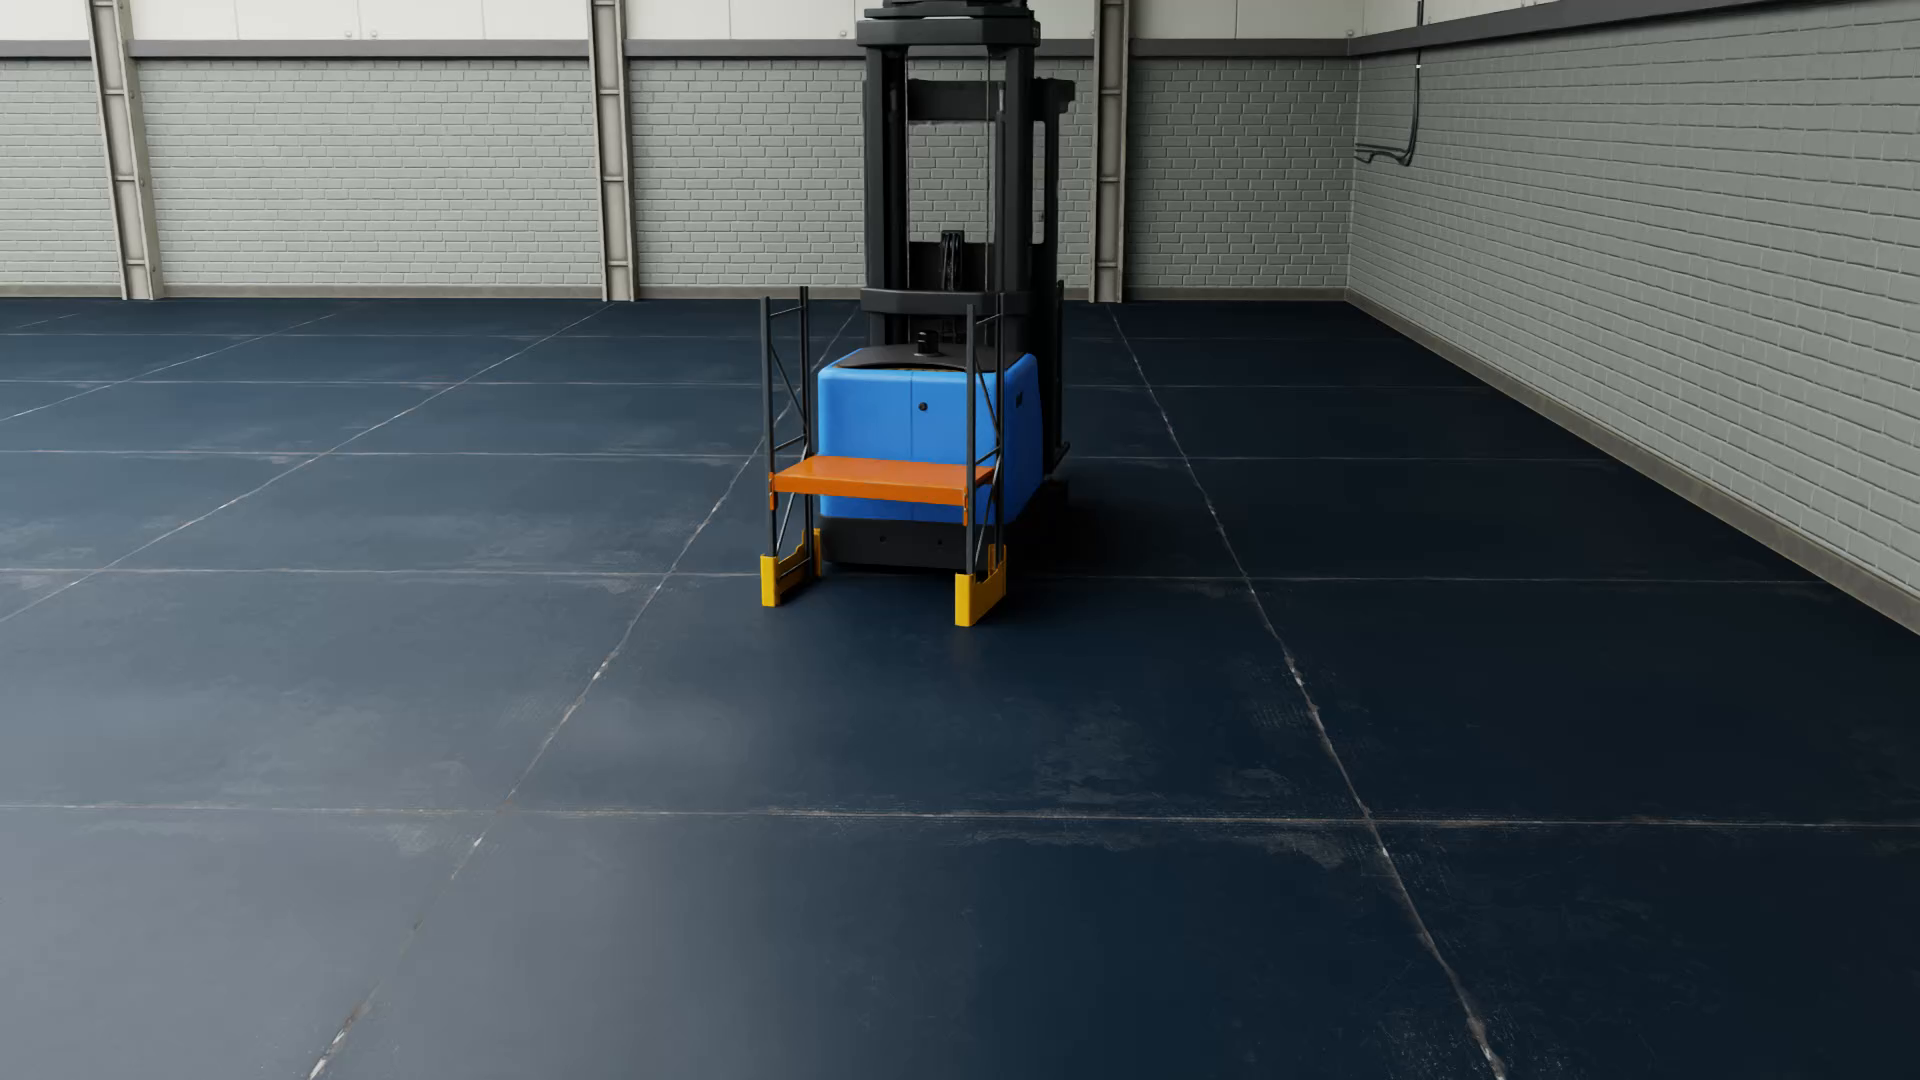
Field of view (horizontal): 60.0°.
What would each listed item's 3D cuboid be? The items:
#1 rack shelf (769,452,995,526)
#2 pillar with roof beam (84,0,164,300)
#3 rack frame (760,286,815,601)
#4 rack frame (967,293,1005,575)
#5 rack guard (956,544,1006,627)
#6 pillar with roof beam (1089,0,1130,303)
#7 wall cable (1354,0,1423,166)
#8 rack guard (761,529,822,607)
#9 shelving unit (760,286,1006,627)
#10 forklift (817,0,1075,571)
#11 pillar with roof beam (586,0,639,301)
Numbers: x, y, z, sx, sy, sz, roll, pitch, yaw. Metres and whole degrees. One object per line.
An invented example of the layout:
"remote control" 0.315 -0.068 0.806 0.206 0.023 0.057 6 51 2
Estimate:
"rack shelf" -0.360 -0.256 8.076 1.000 0.185 0.538 5 16 18
"pillar with roof beam" -10.315 -6.276 15.490 0.400 9.000 9.100 0 15 1
"rack frame" -0.843 -0.471 8.184 0.032 1.500 0.500 5 16 18
"rack frame" 0.122 -0.390 7.876 0.032 1.500 0.500 5 16 18
"rack guard" 0.104 0.213 8.042 0.087 0.250 0.587 5 16 18
"pillar with roof beam" 1.681 -6.198 15.193 0.400 9.000 9.100 0 15 1
"wall cable" 4.702 -5.438 18.400 0.112 2.526 3.097 0 15 1
"rack guard" -0.842 0.134 8.343 0.087 0.250 0.587 5 16 18
"shelving unit" -0.369 -0.431 8.033 1.083 1.500 0.587 5 16 18
"forklift" 0.053 -1.588 9.615 1.130 2.935 3.031 3 15 11
"pillar with roof beam" -4.317 -6.237 15.341 0.400 9.000 9.100 0 15 1
